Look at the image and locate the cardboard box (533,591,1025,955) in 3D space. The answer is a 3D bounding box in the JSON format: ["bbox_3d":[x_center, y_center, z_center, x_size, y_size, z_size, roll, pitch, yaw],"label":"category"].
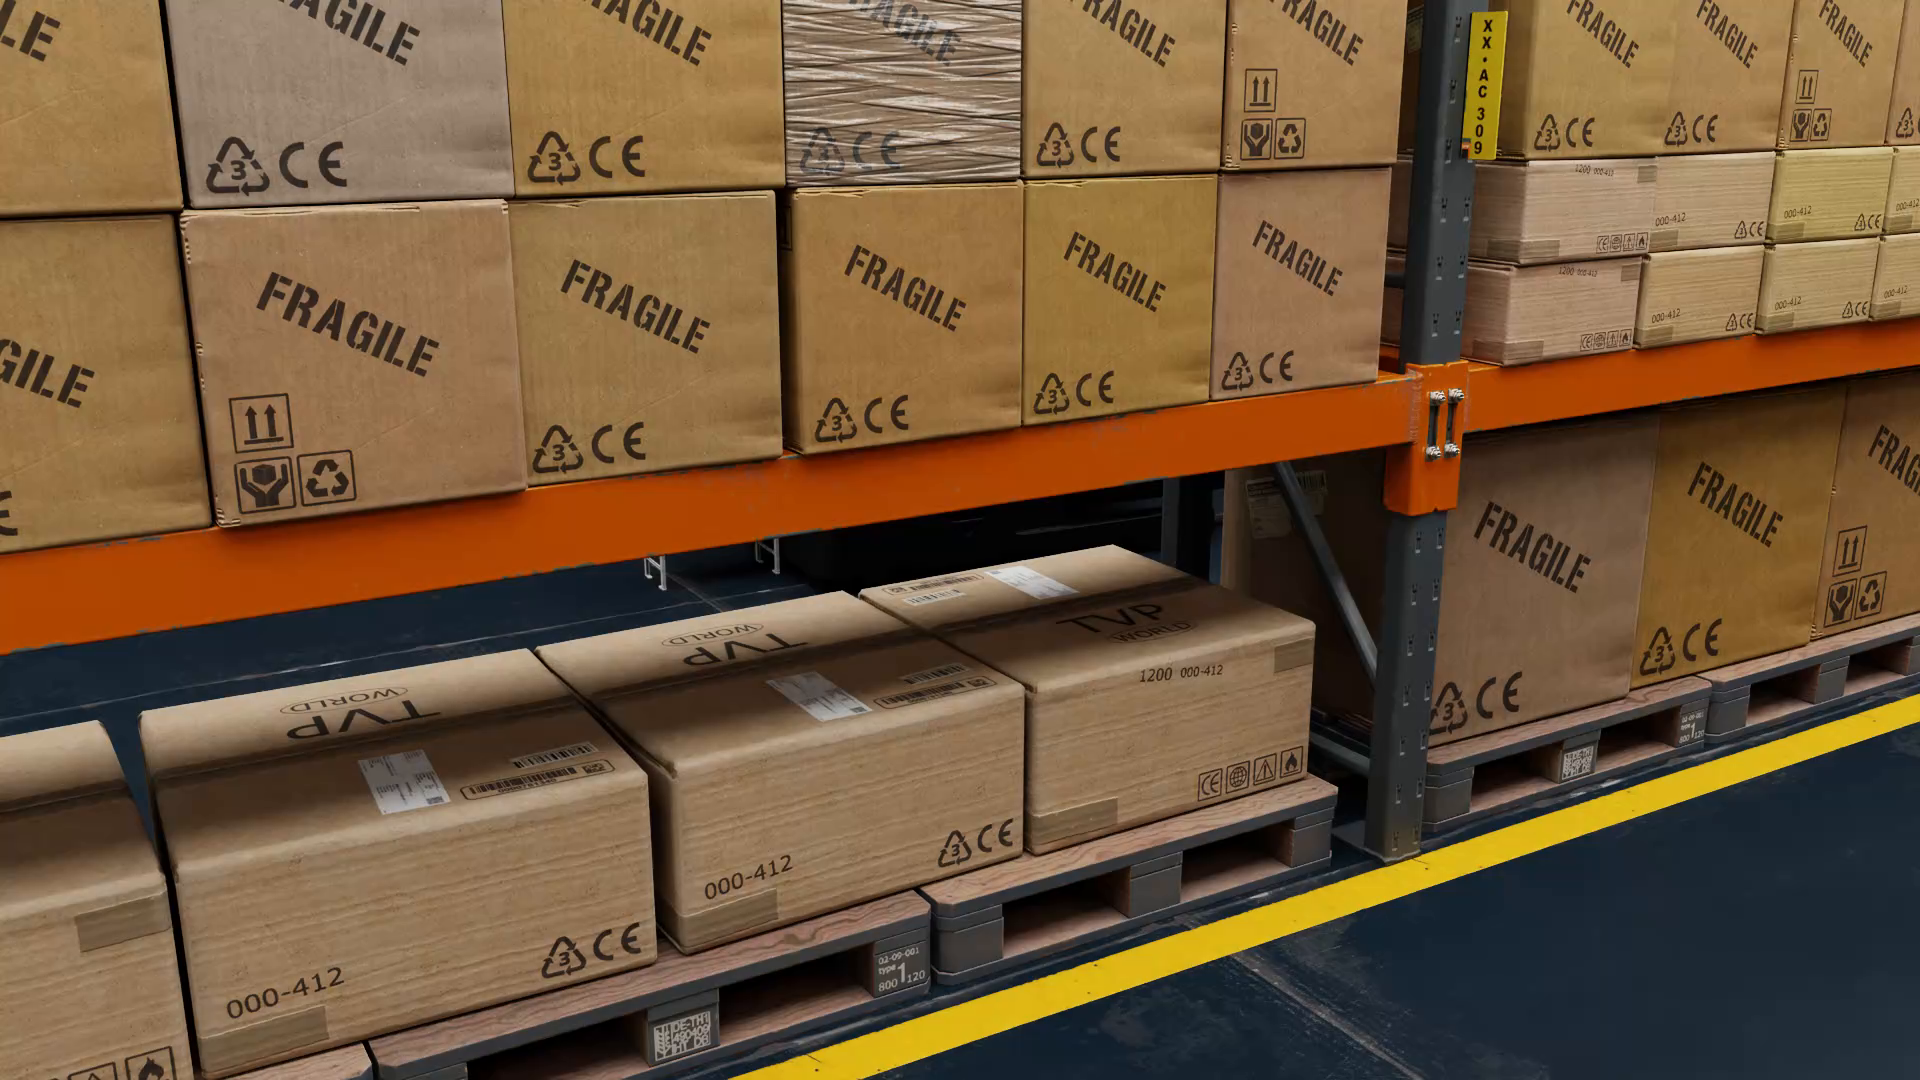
[{"bbox_3d":[-0.448,0.507,4.014,0.875,0.438,0.875,-10,18,-31],"label":"cardboard box"}]

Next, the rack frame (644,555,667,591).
[{"bbox_3d":[-1.242,-0.402,6.622,0.015,1.200,0.240,-8,18,-27],"label":"rack frame"}]

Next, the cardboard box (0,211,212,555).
[{"bbox_3d":[-1.538,-0.281,2.670,0.500,0.500,0.500,-10,18,-31],"label":"cardboard box"}]

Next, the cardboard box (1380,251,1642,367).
[{"bbox_3d":[1.425,-0.640,4.412,0.500,0.250,0.500,-10,18,-31],"label":"cardboard box"}]

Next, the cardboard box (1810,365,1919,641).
[{"bbox_3d":[2.939,-0.247,5.893,0.875,0.875,0.875,-9,18,-29],"label":"cardboard box"}]

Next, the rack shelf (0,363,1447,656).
[{"bbox_3d":[-0.802,-0.087,3.497,4.000,0.370,1.077,-9,18,-30],"label":"rack shelf"}]

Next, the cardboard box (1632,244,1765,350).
[{"bbox_3d":[1.868,-0.712,4.670,0.500,0.250,0.500,-10,18,-31],"label":"cardboard box"}]

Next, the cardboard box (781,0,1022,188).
[{"bbox_3d":[-0.221,-0.970,3.276,0.500,0.500,0.500,-9,18,-29],"label":"cardboard box"}]

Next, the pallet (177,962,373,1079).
[{"bbox_3d":[-1.871,1.058,3.246,1.213,0.211,1.003,-9,18,-30],"label":"pallet"}]

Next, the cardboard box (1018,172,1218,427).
[{"bbox_3d":[0.208,-0.564,3.678,0.500,0.500,0.500,-10,18,-31],"label":"cardboard box"}]

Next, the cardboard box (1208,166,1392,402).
[{"bbox_3d":[0.646,-0.636,3.937,0.500,0.500,0.500,-9,18,-29],"label":"cardboard box"}]

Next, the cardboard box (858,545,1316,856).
[{"bbox_3d":[0.319,0.382,4.458,0.875,0.438,0.875,-10,18,-31],"label":"cardboard box"}]

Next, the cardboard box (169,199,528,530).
[{"bbox_3d":[-1.093,-0.348,2.907,0.500,0.500,0.500,-9,18,-30],"label":"cardboard box"}]

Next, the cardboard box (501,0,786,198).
[{"bbox_3d":[-0.655,-0.903,3.035,0.500,0.500,0.500,-9,18,-29],"label":"cardboard box"}]

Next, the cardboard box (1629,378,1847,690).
[{"bbox_3d":[2.173,-0.123,5.450,0.875,0.875,0.875,-9,18,-28],"label":"cardboard box"}]

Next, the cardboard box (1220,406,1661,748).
[{"bbox_3d":[1.402,0.004,4.995,0.875,0.875,0.875,-9,18,-28],"label":"cardboard box"}]

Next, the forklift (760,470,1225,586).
[{"bbox_3d":[0.552,-1.489,7.293,3.031,2.935,1.130,-8,18,-27],"label":"forklift"}]

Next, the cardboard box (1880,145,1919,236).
[{"bbox_3d":[2.746,-1.090,5.093,0.500,0.250,0.500,-10,18,-31],"label":"cardboard box"}]

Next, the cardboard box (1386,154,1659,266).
[{"bbox_3d":[1.435,-0.876,4.330,0.500,0.250,0.500,-10,18,-31],"label":"cardboard box"}]

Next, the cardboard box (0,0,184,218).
[{"bbox_3d":[-1.519,-0.760,2.525,0.500,0.500,0.500,-10,18,-31],"label":"cardboard box"}]

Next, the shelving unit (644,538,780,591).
[{"bbox_3d":[-1.026,-0.433,6.731,0.503,1.200,0.258,-8,18,-27],"label":"shelving unit"}]

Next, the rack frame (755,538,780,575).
[{"bbox_3d":[-0.809,-0.464,6.840,0.015,1.200,0.240,-8,18,-27],"label":"rack frame"}]

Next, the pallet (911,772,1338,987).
[{"bbox_3d":[0.220,0.718,4.456,1.213,0.211,1.003,-9,18,-30],"label":"pallet"}]

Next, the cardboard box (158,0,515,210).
[{"bbox_3d":[-1.082,-0.833,2.786,0.500,0.500,0.500,-9,18,-30],"label":"cardboard box"}]

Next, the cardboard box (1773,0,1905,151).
[{"bbox_3d":[2.291,-1.382,4.746,0.500,0.500,0.500,-10,18,-31],"label":"cardboard box"}]

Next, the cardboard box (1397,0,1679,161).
[{"bbox_3d":[1.437,-1.236,4.224,0.500,0.500,0.500,-9,18,-29],"label":"cardboard box"}]

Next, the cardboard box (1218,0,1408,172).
[{"bbox_3d":[0.650,-1.112,3.781,0.500,0.500,0.500,-9,18,-30],"label":"cardboard box"}]

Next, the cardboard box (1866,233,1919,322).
[{"bbox_3d":[2.749,-0.847,5.152,0.500,0.250,0.500,-10,18,-31],"label":"cardboard box"}]

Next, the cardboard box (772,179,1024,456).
[{"bbox_3d":[-0.215,-0.490,3.416,0.500,0.500,0.500,-10,18,-31],"label":"cardboard box"}]

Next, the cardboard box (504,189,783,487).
[{"bbox_3d":[-0.672,-0.421,3.169,0.500,0.500,0.500,-9,18,-28],"label":"cardboard box"}]

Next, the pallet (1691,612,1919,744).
[{"bbox_3d":[2.582,0.335,5.822,1.213,0.211,1.003,-9,18,-30],"label":"pallet"}]

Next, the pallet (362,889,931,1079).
[{"bbox_3d":[-0.827,0.889,3.847,1.213,0.211,1.003,-9,18,-30],"label":"pallet"}]

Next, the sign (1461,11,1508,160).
[{"bbox_3d":[1.199,-1.039,3.807,0.005,0.325,0.100,-9,18,-30],"label":"sign"}]

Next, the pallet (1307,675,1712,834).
[{"bbox_3d":[1.535,0.506,5.213,1.213,0.211,1.003,-9,18,-30],"label":"pallet"}]

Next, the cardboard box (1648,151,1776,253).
[{"bbox_3d":[1.867,-0.955,4.612,0.500,0.250,0.500,-9,18,-29],"label":"cardboard box"}]

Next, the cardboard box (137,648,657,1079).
[{"bbox_3d":[-1.222,0.632,3.568,0.875,0.438,0.875,-9,18,-28],"label":"cardboard box"}]

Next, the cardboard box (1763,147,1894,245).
[{"bbox_3d":[2.313,-1.019,4.840,0.500,0.250,0.500,-9,18,-29],"label":"cardboard box"}]

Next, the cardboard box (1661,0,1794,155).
[{"bbox_3d":[1.859,-1.313,4.499,0.500,0.500,0.500,-9,18,-30],"label":"cardboard box"}]

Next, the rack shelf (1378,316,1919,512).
[{"bbox_3d":[2.627,-0.643,5.481,4.000,0.370,1.077,-9,18,-30],"label":"rack shelf"}]

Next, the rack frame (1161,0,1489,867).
[{"bbox_3d":[0.912,-0.712,4.392,0.127,3.000,1.000,-9,18,-30],"label":"rack frame"}]

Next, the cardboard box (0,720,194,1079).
[{"bbox_3d":[-2.002,0.761,3.107,0.875,0.438,0.875,-10,18,-32],"label":"cardboard box"}]

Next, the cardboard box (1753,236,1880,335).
[{"bbox_3d":[2.316,-0.780,4.911,0.500,0.250,0.500,-9,18,-30],"label":"cardboard box"}]

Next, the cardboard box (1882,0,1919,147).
[{"bbox_3d":[2.730,-1.456,5.008,0.500,0.500,0.500,-10,18,-31],"label":"cardboard box"}]

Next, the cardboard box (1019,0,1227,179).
[{"bbox_3d":[0.211,-1.043,3.537,0.500,0.500,0.500,-10,18,-31],"label":"cardboard box"}]
